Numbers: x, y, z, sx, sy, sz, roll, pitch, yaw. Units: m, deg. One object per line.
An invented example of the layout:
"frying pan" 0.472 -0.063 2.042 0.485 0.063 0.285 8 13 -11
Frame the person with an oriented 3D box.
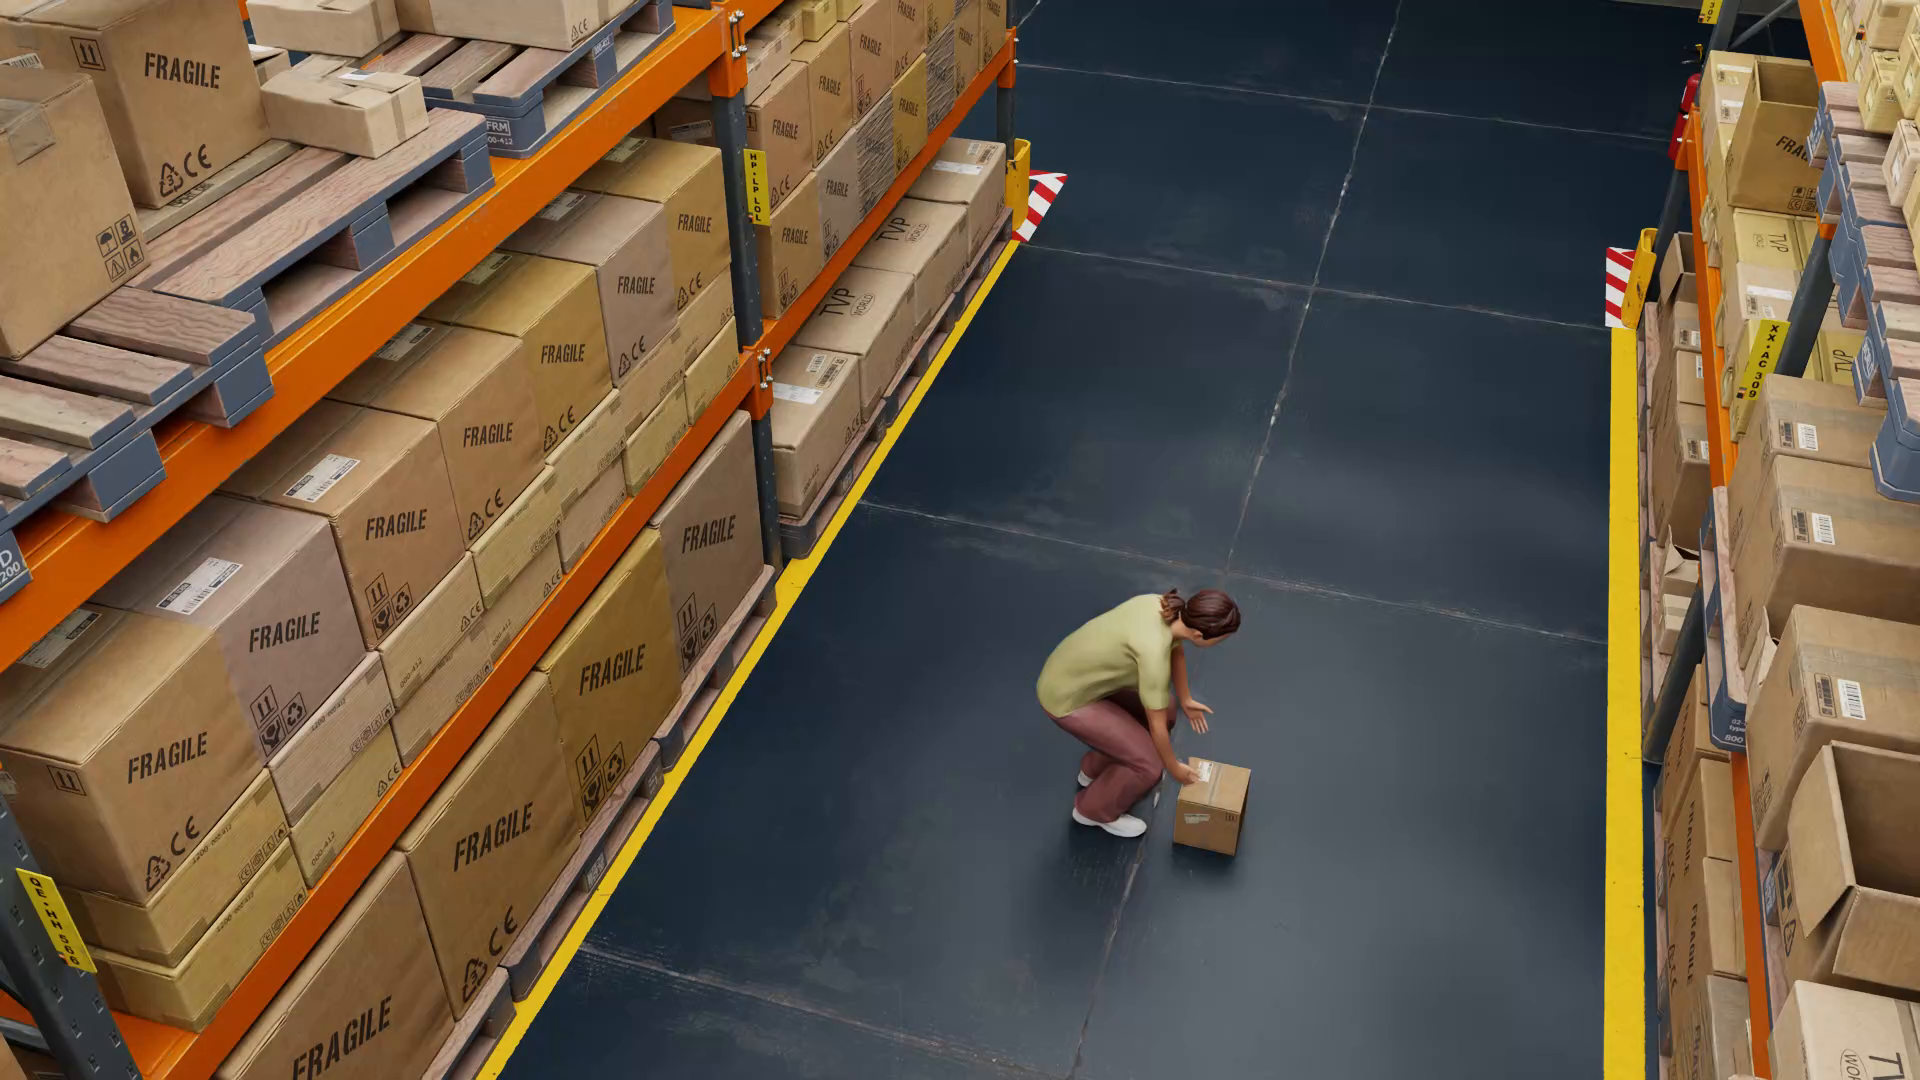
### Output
"person" 0.681 0.617 6.508 0.739 1.159 0.503 11 38 14
